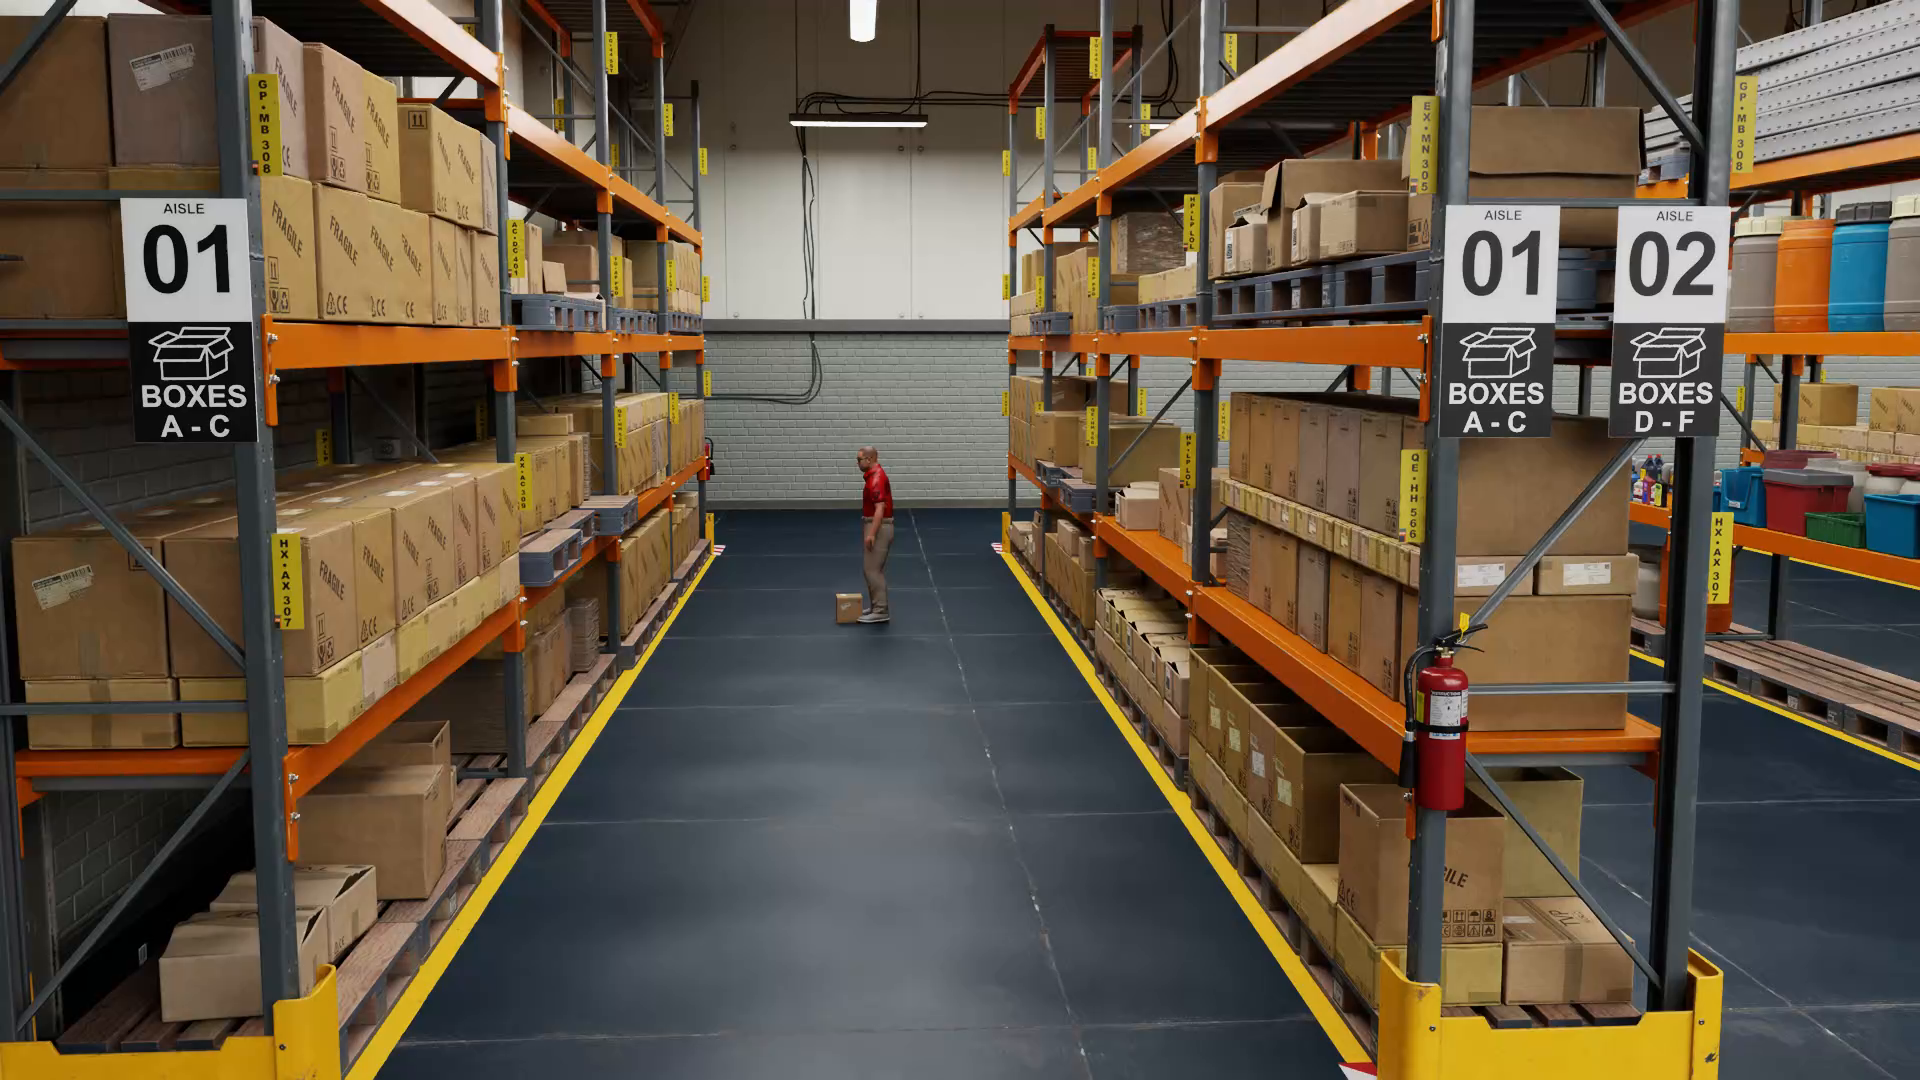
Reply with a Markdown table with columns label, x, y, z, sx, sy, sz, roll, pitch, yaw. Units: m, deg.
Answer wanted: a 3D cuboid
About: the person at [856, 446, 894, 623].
| label | x | y | z | sx | sy | sz | roll | pitch | yaw |
| --- | --- | --- | --- | --- | --- | --- | --- | --- | --- |
| person | -0.845 | -0.066 | 16.352 | 0.390 | 1.727 | 0.587 | 0 | 7 | -3 |
